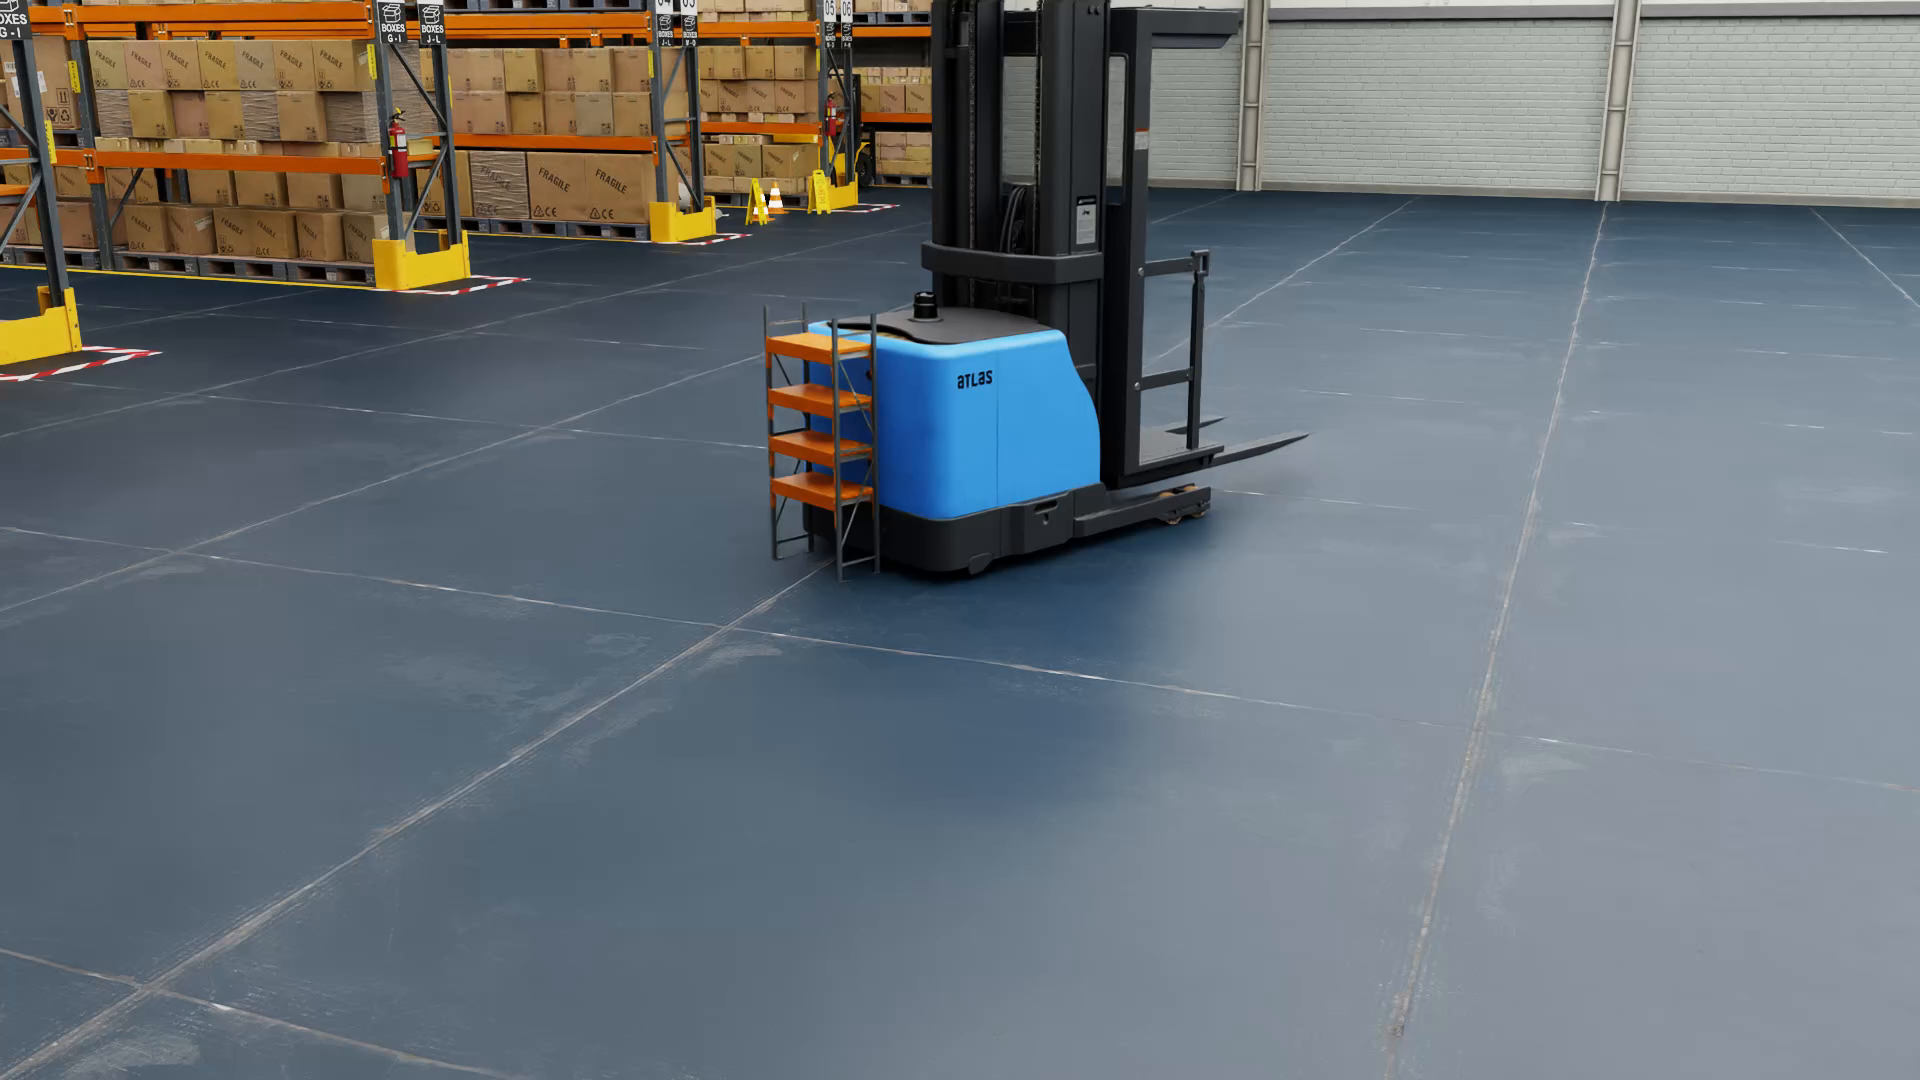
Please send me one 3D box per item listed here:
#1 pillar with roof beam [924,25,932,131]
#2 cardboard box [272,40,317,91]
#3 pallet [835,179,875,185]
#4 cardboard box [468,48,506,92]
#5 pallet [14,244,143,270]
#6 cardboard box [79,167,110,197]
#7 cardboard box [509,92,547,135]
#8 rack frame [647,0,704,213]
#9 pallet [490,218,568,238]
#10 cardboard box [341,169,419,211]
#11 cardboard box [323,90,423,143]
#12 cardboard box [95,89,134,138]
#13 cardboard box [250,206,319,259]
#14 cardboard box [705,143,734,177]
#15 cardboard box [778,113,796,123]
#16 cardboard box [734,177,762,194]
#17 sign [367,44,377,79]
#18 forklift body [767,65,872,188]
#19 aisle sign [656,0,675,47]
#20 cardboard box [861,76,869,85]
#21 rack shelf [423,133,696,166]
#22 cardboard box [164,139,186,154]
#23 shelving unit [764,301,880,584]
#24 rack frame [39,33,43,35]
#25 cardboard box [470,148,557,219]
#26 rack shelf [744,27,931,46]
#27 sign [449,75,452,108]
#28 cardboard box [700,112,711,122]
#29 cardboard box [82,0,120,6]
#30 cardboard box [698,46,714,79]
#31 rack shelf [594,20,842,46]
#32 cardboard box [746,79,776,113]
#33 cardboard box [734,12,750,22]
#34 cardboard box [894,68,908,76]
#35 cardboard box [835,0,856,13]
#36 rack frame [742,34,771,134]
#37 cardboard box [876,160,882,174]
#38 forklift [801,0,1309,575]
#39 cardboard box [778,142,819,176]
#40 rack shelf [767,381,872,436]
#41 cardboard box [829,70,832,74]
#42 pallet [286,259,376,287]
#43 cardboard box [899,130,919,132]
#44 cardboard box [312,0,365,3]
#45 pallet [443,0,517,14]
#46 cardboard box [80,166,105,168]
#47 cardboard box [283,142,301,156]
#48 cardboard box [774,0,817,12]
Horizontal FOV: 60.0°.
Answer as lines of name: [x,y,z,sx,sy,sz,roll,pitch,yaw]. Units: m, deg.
pillar with roof beam: [-2.006,-10.069,26.715,0.400,9.000,9.100,6,17,21]
cardboard box: [-6.633,-4.854,17.007,0.500,0.500,0.500,6,17,21]
pallet: [-1.967,-6.853,31.399,1.213,0.211,1.003,6,17,21]
cardboard box: [-6.034,-6.253,22.128,0.550,0.550,0.875,6,17,21]
pallet: [-10.009,-3.291,19.129,1.213,0.211,1.003,6,17,21]
cardboard box: [-12.779,-5.340,24.919,0.500,0.500,0.500,5,17,18]
cardboard box: [-5.514,-5.699,22.157,0.500,0.550,0.875,6,17,21]
rack frame: [-3.650,-5.417,21.454,0.127,3.000,1.000,6,17,21]
pallet: [-5.553,-4.265,22.486,1.213,0.211,1.003,6,17,21]
cardboard box: [-7.981,-4.988,23.257,0.750,0.750,1.050,6,17,20]
cardboard box: [-6.065,-4.395,17.221,0.500,0.500,0.875,6,17,21]
cardboard box: [-8.889,-4.679,18.198,0.500,0.500,0.875,6,17,21]
cardboard box: [-7.282,-3.332,18.001,0.500,0.500,0.500,8,18,26]
cardboard box: [-3.722,-6.073,26.546,0.500,0.500,0.500,6,17,19]
cardboard box: [-2.630,-6.571,25.877,0.250,0.149,0.380,6,17,20]
cardboard box: [-3.257,-5.661,26.470,0.500,0.250,0.500,6,17,21]
sign: [-5.786,-4.707,16.364,0.005,0.325,0.100,6,17,21]
forklift body: [-2.543,-7.312,29.504,1.214,2.155,2.313,6,17,21]
aisle sign: [-3.694,-6.581,20.798,0.004,0.787,0.394,6,17,21]
cardboard box: [-1.737,-8.446,30.545,0.250,0.149,0.380,6,17,21]
rack shelf: [-5.510,-5.276,22.259,4.000,0.370,1.077,6,17,21]
cardboard box: [-8.271,-4.223,17.791,0.250,0.149,0.380,6,17,21]
shelving unit: [-0.627,-0.451,7.574,0.258,1.200,0.503,-15,22,-41]
rack frame: [-16.811,-8.348,31.549,0.127,3.000,1.000,6,17,21]
cardboard box: [-5.971,-4.834,22.502,0.875,0.875,0.875,6,17,21]
rack shelf: [-1.970,-9.299,30.734,4.000,0.370,1.077,6,17,21]
sign: [-5.365,-4.698,17.422,0.005,0.325,0.100,6,17,21]
cardboard box: [-4.042,-6.733,26.436,0.250,0.149,0.380,6,17,20]
cardboard box: [-8.960,-5.806,17.683,0.500,0.250,0.500,6,17,18]
cardboard box: [-3.876,-7.544,26.274,0.500,0.500,0.700,6,17,20]
rack shelf: [-3.788,-8.011,26.298,4.000,0.370,1.077,6,17,21]
cardboard box: [-2.998,-6.939,25.982,0.500,0.500,0.500,6,17,21]
cardboard box: [-3.301,-8.105,25.781,0.250,0.149,0.380,6,17,20]
cardboard box: [-1.014,-8.520,30.266,0.250,0.149,0.380,7,17,22]
cardboard box: [-2.057,-9.921,30.471,0.637,0.503,0.797,7,18,22]
rack frame: [-3.831,-8.408,31.757,0.127,3.000,1.000,6,17,21]
cardboard box: [-1.584,-6.953,30.923,0.500,0.250,0.500,6,17,21]
forklift: [0.656,-1.578,8.353,3.031,2.935,1.130,-15,22,-41]
cardboard box: [-2.599,-6.109,26.671,0.500,0.500,0.500,6,17,19]
rack shelf: [-0.628,-0.601,7.530,0.258,0.148,0.480,-15,22,-41]
cardboard box: [-2.416,-8.690,30.850,0.250,0.149,0.380,6,17,20]
pallet: [-6.377,-2.902,17.792,1.213,0.211,1.003,6,17,21]
cardboard box: [-0.953,-7.509,31.044,0.500,0.250,0.500,6,17,21]
cardboard box: [-6.105,-5.493,16.604,0.500,0.250,0.500,7,17,22]
pallet: [-6.613,-7.138,22.160,1.213,0.211,1.003,6,17,21]
cardboard box: [-12.765,-5.704,24.826,0.500,0.250,0.500,7,17,22]
cardboard box: [-6.832,-4.100,17.367,0.250,0.149,0.380,6,17,21]
cardboard box: [-2.502,-8.205,25.412,0.500,0.250,0.500,6,17,20]
